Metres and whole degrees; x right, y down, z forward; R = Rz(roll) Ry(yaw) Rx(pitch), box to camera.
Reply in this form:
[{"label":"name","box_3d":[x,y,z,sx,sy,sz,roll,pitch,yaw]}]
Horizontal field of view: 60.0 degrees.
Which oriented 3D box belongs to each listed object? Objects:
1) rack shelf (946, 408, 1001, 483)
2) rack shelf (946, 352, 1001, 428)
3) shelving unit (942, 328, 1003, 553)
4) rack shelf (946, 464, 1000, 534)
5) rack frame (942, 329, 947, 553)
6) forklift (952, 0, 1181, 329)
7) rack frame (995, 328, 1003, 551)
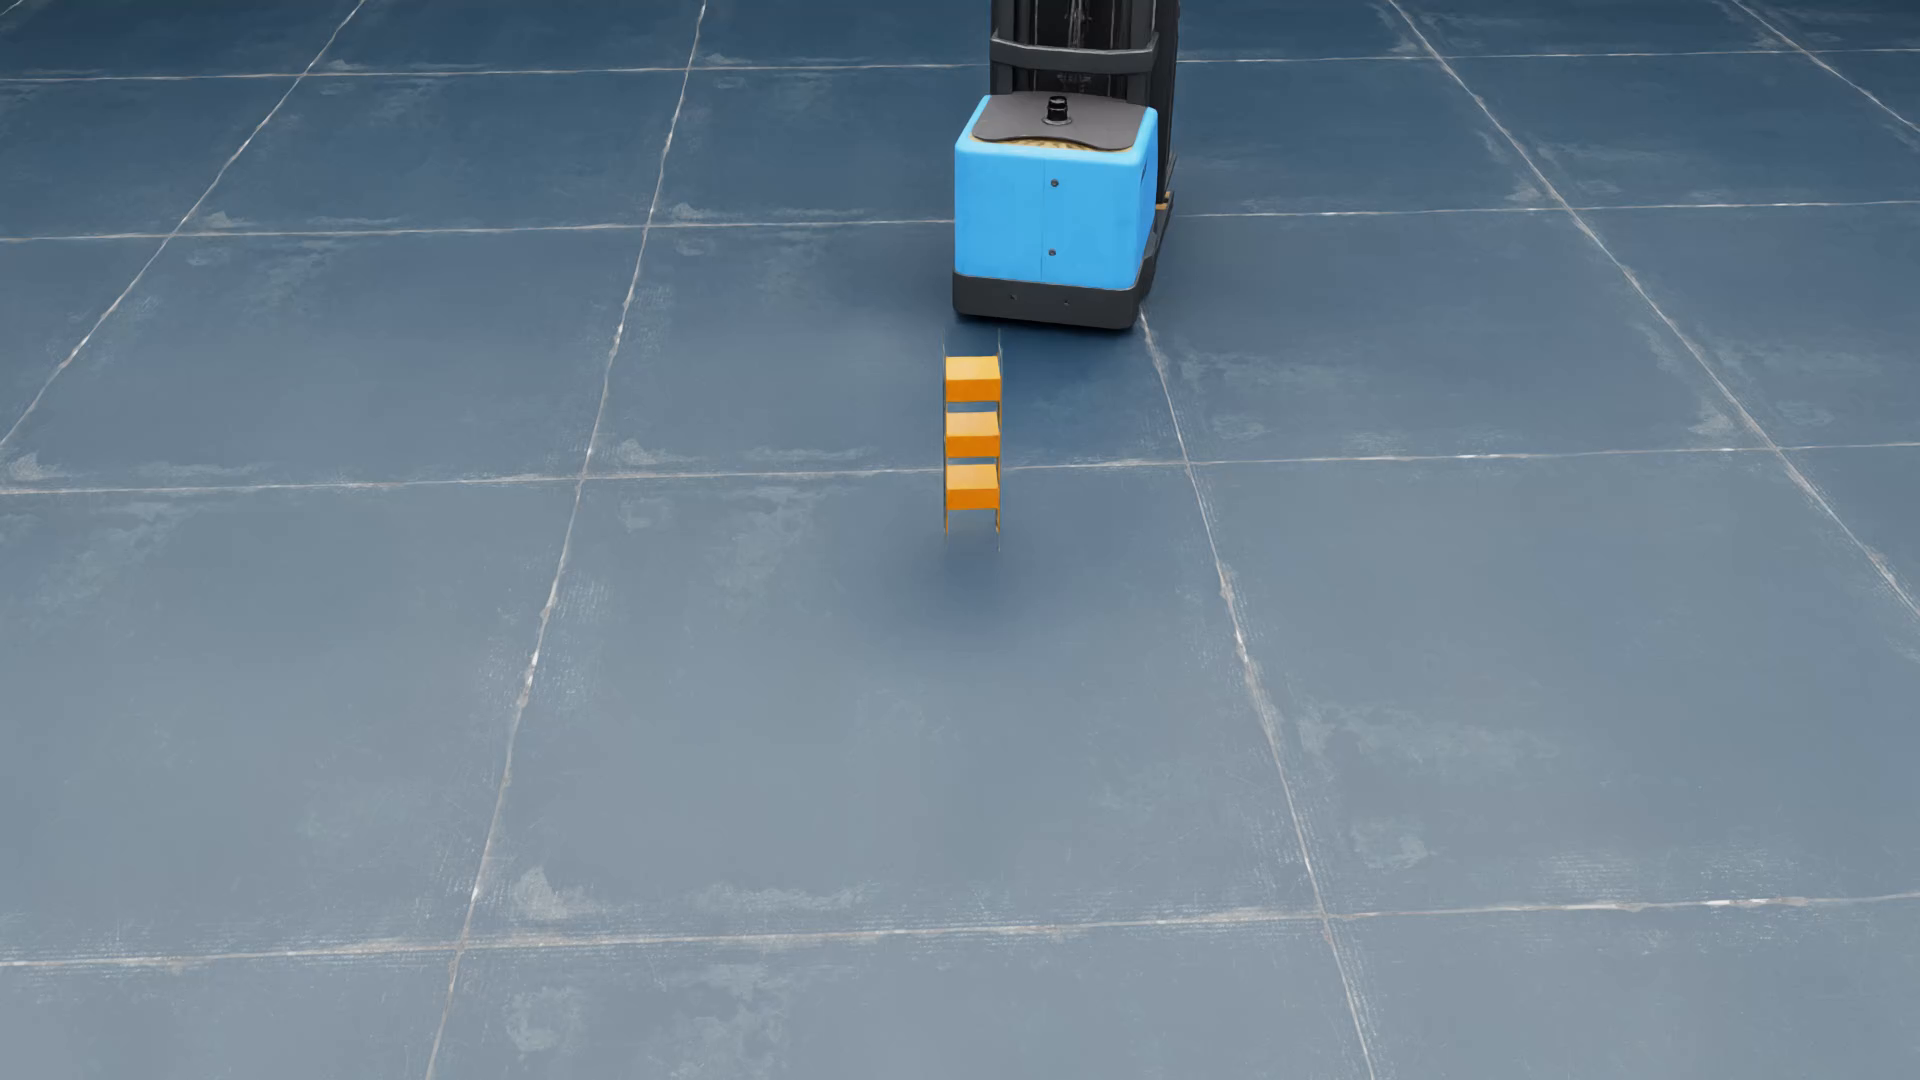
[{"label":"rack shelf","box_3d":[0.053,-0.424,7.459,0.240,0.259,0.215,-2,35,-2]},{"label":"rack shelf","box_3d":[0.053,-0.658,7.298,0.240,0.259,0.215,-2,35,-2]},{"label":"shelving unit","box_3d":[0.053,-0.433,7.453,0.252,1.050,0.215,-2,35,-2]},{"label":"rack shelf","box_3d":[0.053,-0.196,7.618,0.240,0.259,0.215,-2,35,-2]},{"label":"rack frame","box_3d":[-0.068,-0.430,7.449,0.008,1.050,0.200,-2,35,-2]},{"label":"forklift","box_3d":[0.772,-3.224,9.833,1.130,2.935,3.031,7,35,10]},{"label":"rack frame","box_3d":[0.175,-0.436,7.458,0.008,1.050,0.200,-2,35,-2]}]
